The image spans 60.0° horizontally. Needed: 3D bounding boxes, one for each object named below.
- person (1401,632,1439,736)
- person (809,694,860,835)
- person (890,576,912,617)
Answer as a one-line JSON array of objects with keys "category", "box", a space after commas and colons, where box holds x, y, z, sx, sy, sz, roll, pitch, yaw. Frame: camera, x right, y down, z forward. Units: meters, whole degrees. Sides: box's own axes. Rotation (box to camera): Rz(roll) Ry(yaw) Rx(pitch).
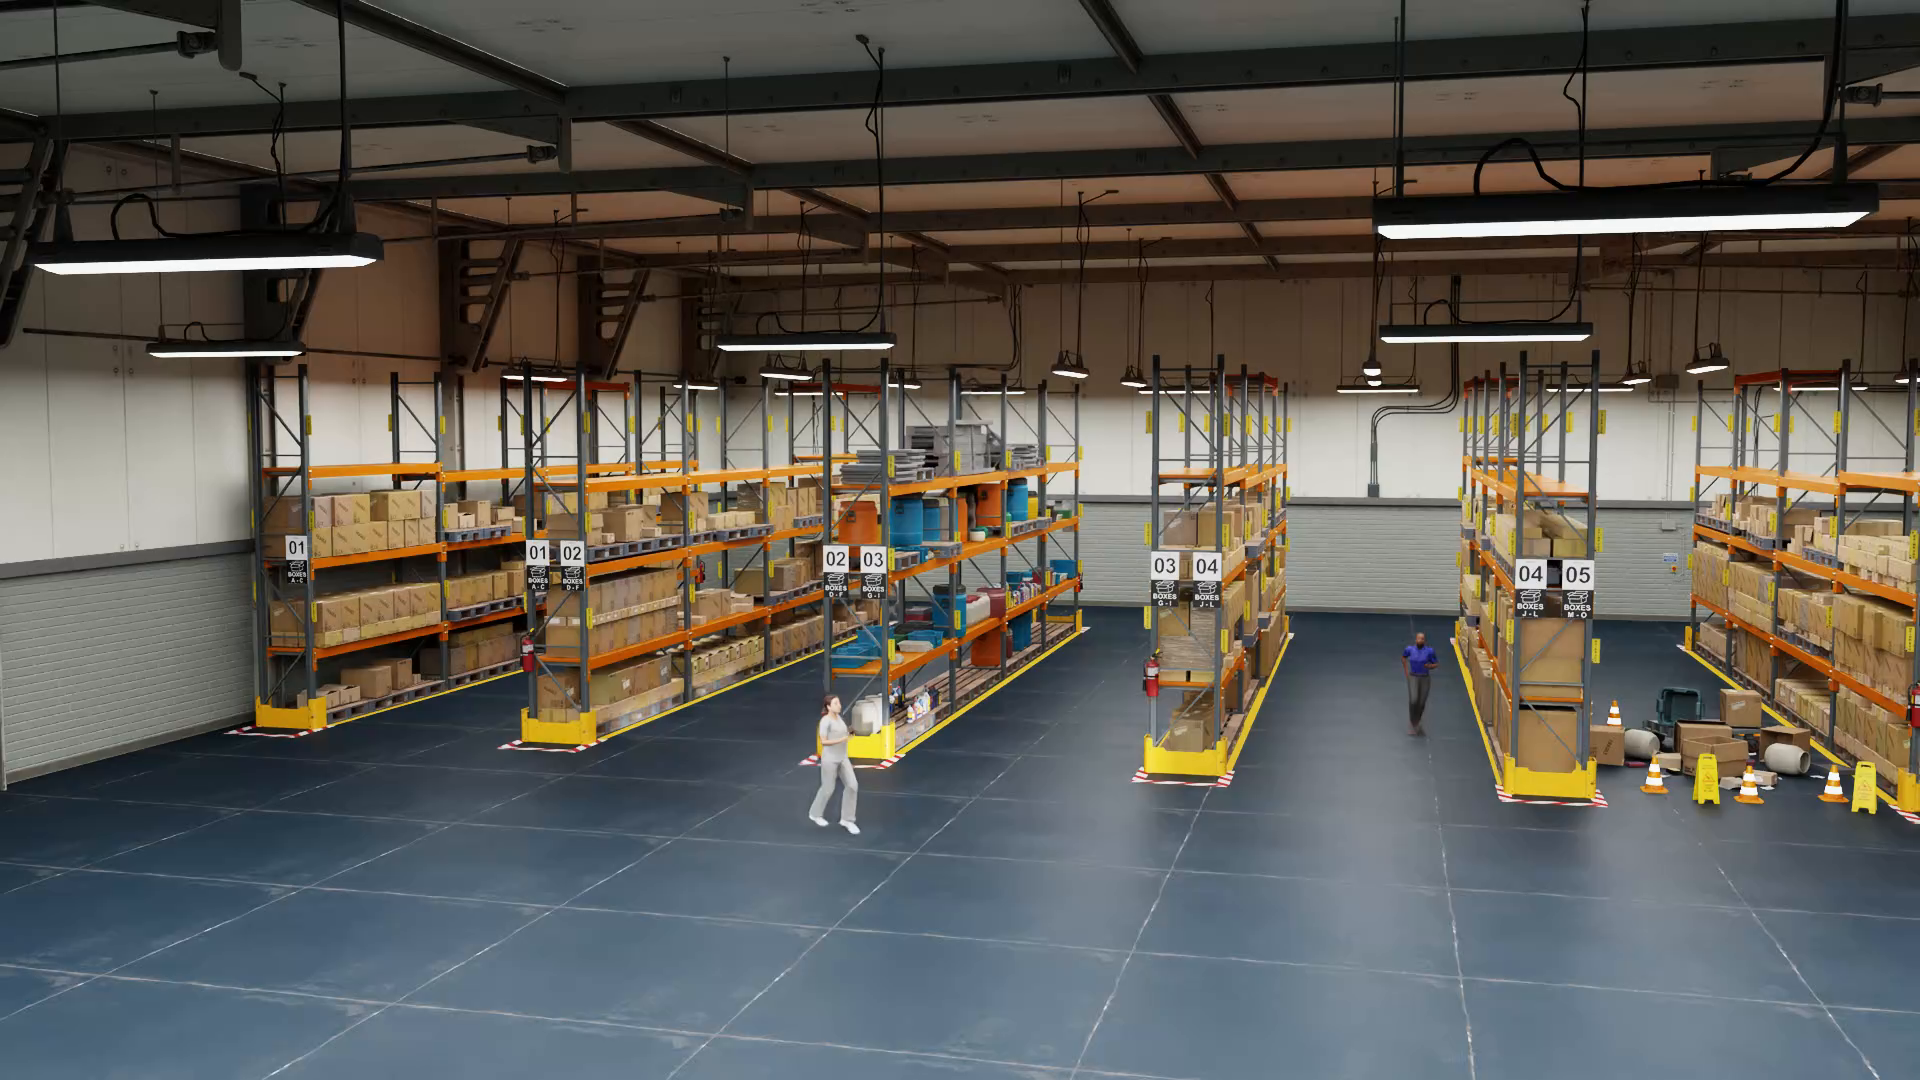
[{"category": "person", "box": [7.484, 2.330, 27.074, 0.553, 1.702, 0.801, 1, 4, 8]}, {"category": "person", "box": [-1.567, 2.745, 20.473, 0.728, 1.714, 0.534, 3, 5, 36]}, {"category": "person", "box": [-1.583, 1.207, 42.449, 0.858, 1.758, 0.707, 4, 5, 43]}]
